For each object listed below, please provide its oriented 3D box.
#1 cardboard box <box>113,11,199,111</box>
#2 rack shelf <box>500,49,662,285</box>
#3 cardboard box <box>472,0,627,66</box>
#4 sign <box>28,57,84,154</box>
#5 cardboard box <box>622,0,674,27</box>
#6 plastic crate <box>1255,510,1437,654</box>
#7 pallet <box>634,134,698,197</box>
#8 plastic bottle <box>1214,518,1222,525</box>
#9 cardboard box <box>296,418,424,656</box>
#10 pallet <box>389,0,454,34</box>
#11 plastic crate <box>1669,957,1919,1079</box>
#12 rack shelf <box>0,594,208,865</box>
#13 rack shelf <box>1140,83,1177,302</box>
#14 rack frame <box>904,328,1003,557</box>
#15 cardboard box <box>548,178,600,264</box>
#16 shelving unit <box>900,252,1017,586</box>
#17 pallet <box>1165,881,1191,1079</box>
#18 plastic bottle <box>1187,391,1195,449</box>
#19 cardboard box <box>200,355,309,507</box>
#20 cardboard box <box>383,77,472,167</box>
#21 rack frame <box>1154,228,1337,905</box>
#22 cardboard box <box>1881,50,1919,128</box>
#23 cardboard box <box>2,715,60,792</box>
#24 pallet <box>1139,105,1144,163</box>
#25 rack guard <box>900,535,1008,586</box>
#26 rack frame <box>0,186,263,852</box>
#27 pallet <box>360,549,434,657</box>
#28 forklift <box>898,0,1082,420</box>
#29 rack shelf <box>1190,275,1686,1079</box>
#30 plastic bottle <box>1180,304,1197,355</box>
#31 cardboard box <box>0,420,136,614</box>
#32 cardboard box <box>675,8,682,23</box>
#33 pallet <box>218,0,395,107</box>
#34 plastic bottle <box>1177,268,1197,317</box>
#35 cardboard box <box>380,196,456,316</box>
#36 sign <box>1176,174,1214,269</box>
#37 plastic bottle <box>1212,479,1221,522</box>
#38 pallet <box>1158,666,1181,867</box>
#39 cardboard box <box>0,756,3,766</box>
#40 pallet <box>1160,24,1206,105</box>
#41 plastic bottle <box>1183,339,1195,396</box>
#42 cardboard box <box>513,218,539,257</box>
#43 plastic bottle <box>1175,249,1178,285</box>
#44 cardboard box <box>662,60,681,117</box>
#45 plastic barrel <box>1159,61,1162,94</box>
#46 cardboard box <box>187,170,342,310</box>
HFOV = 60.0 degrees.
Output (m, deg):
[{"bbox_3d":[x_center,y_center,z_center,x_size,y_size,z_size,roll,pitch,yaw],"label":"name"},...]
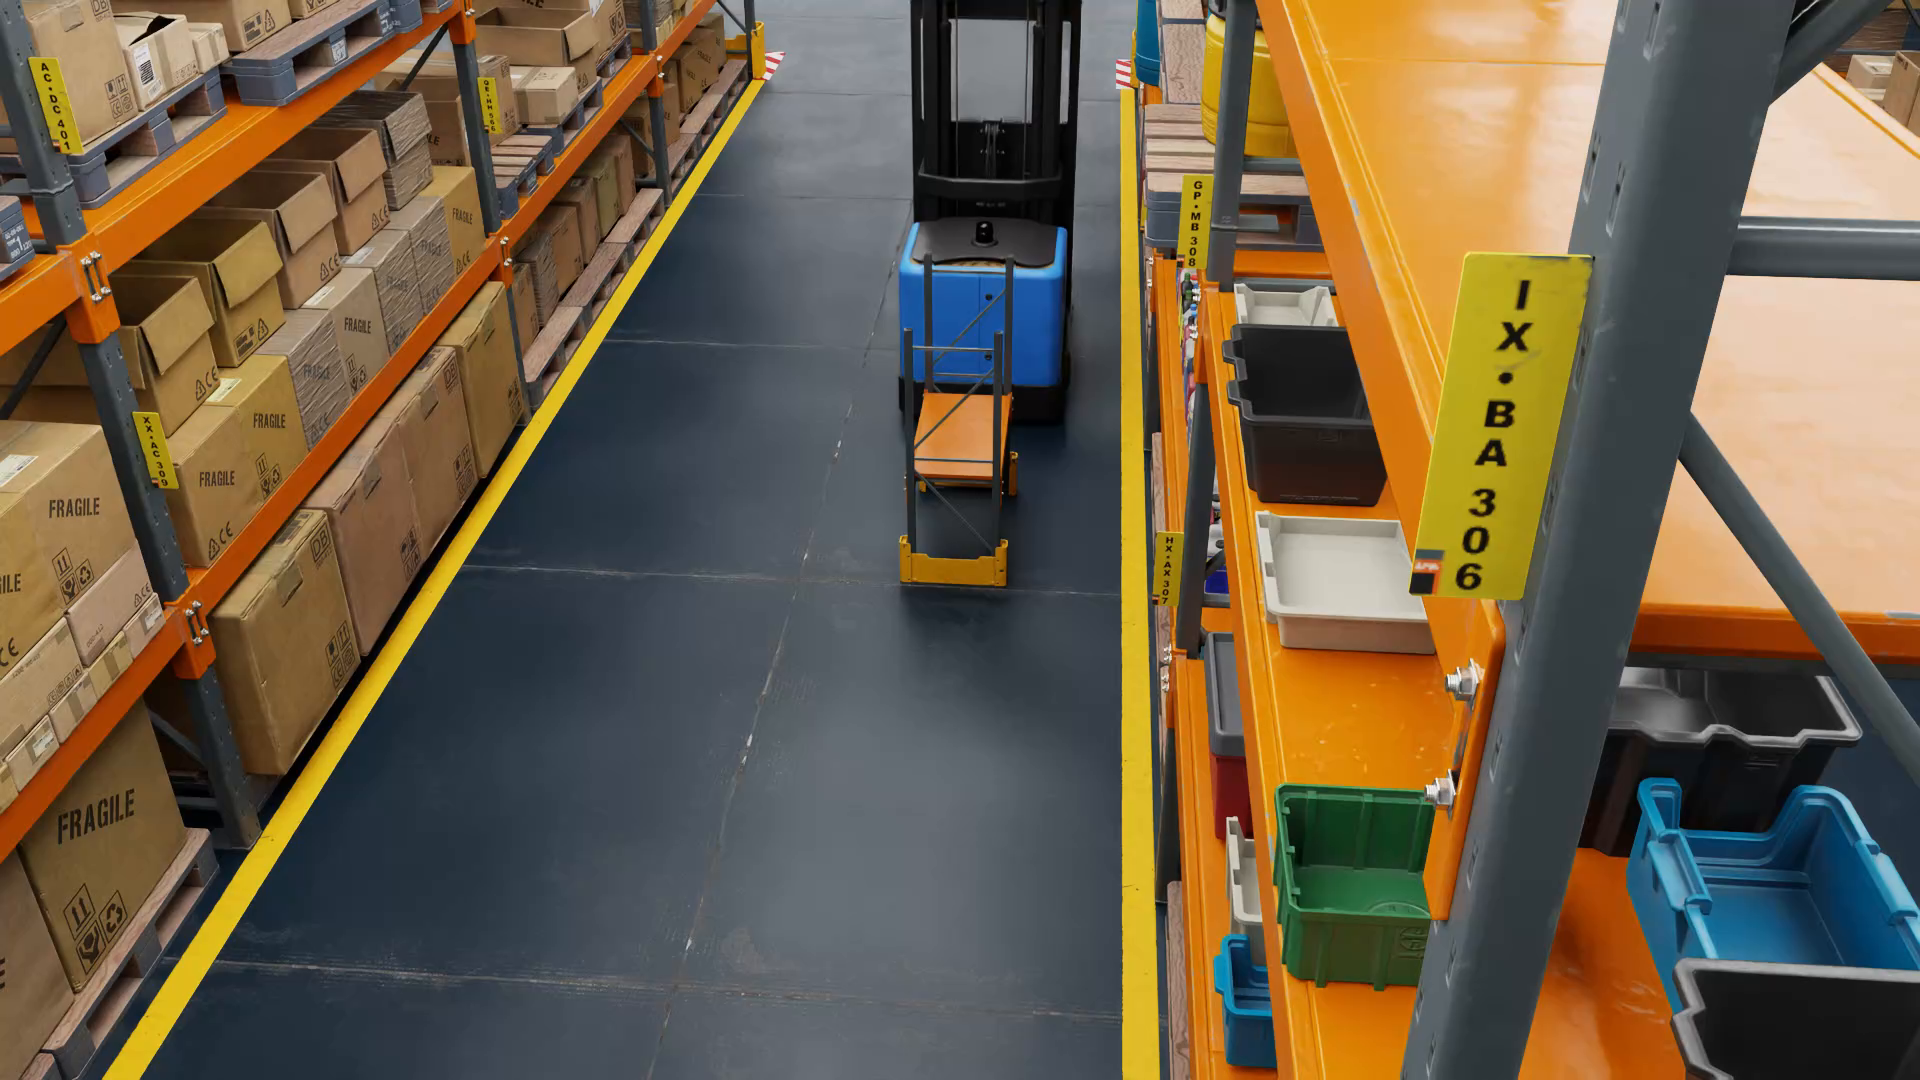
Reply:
[{"bbox_3d":[-3.431,-1.947,6.656,0.500,0.311,0.500,1,32,2],"label":"cardboard box"},{"bbox_3d":[-3.121,-2.791,11.885,1.077,0.370,4.000,2,32,4],"label":"rack shelf"},{"bbox_3d":[-3.163,-4.167,12.461,1.000,1.000,1.000,3,32,4],"label":"cardboard box"},{"bbox_3d":[-3.056,-1.467,5.625,0.100,0.325,0.005,2,32,4],"label":"sign"},{"bbox_3d":[-2.860,-4.545,13.667,0.875,0.500,0.500,2,32,4],"label":"cardboard box"},{"bbox_3d":[0.922,0.088,3.921,0.437,0.136,0.530,2,32,4],"label":"plastic crate"},{"bbox_3d":[-2.939,-3.308,14.697,1.003,0.211,1.213,2,32,4],"label":"pallet"},{"bbox_3d":[1.090,-0.012,6.880,0.097,0.201,0.097,0,32,0],"label":"plastic bottle"},{"bbox_3d":[-3.506,-0.036,8.355,1.225,0.875,0.875,1,32,2],"label":"cardboard box"},{"bbox_3d":[-3.284,-2.909,8.712,1.213,0.211,1.003,4,32,6],"label":"pallet"},{"bbox_3d":[1.310,0.933,2.423,0.497,0.269,0.590,2,32,4],"label":"plastic crate"},{"bbox_3d":[-3.772,1.393,5.097,1.077,0.370,4.000,2,32,4],"label":"rack shelf"},{"bbox_3d":[1.815,-2.579,11.542,1.077,0.370,4.000,2,32,4],"label":"rack shelf"},{"bbox_3d":[-0.034,-0.417,8.778,0.500,1.500,0.032,2,32,4],"label":"rack frame"},{"bbox_3d":[-3.132,-2.404,12.536,0.700,0.500,0.500,0,32,0],"label":"cardboard box"},{"bbox_3d":[0.006,-0.678,9.201,0.587,1.500,1.083,2,32,4],"label":"shelving unit"},{"bbox_3d":[1.306,1.825,6.367,1.003,0.211,1.213,2,32,4],"label":"pallet"},{"bbox_3d":[1.137,-0.561,7.700,0.152,0.276,0.135,2,32,4],"label":"plastic bottle"},{"bbox_3d":[-3.283,-0.495,7.379,0.500,0.500,0.500,3,32,4],"label":"cardboard box"},{"bbox_3d":[-3.280,-2.556,10.324,0.500,0.500,0.500,-1,32,-2],"label":"cardboard box"},{"bbox_3d":[1.327,0.252,6.262,1.000,3.000,0.127,2,32,4],"label":"rack frame"},{"bbox_3d":[6.793,-3.084,11.580,0.500,0.500,0.500,5,32,8],"label":"cardboard box"},{"bbox_3d":[-3.371,0.724,5.735,0.380,0.149,0.250,3,32,5],"label":"cardboard box"},{"bbox_3d":[2.171,-3.733,15.387,1.003,0.211,1.213,2,32,4],"label":"pallet"},{"bbox_3d":[-0.034,0.114,9.107,0.587,0.250,0.087,2,32,4],"label":"rack guard"},{"bbox_3d":[-3.610,0.041,6.605,1.000,3.000,0.127,2,32,4],"label":"rack frame"},{"bbox_3d":[-3.525,0.181,9.035,1.003,0.211,1.213,2,32,4],"label":"pallet"},{"bbox_3d":[0.250,-2.762,11.219,1.130,2.935,3.031,3,32,4],"label":"forklift"},{"bbox_3d":[1.164,0.327,3.967,1.077,0.370,4.000,2,32,4],"label":"rack shelf"},{"bbox_3d":[1.191,-1.080,8.547,0.097,0.271,0.097,0,32,0],"label":"plastic bottle"},{"bbox_3d":[-3.381,-0.090,5.961,0.500,0.500,0.500,3,32,5],"label":"cardboard box"},{"bbox_3d":[-2.604,-4.528,14.259,0.380,0.149,0.250,2,32,4],"label":"cardboard box"},{"bbox_3d":[-3.372,-2.324,7.763,1.003,0.211,1.213,4,32,6],"label":"pallet"},{"bbox_3d":[1.257,-1.332,8.951,0.152,0.276,0.135,2,32,4],"label":"plastic bottle"},{"bbox_3d":[-3.124,-1.565,9.115,0.500,0.500,0.500,2,32,4],"label":"cardboard box"},{"bbox_3d":[0.779,-1.053,5.512,0.100,0.325,0.005,2,32,4],"label":"sign"},{"bbox_3d":[1.067,-0.106,6.961,0.152,0.276,0.135,2,32,4],"label":"plastic bottle"},{"bbox_3d":[1.431,1.038,7.645,1.003,0.211,1.213,2,32,4],"label":"pallet"},{"bbox_3d":[-3.465,0.757,5.301,0.500,0.250,0.500,3,32,5],"label":"cardboard box"},{"bbox_3d":[1.383,-1.952,7.159,1.003,0.211,1.213,2,32,4],"label":"pallet"},{"bbox_3d":[1.182,-0.849,8.167,0.152,0.276,0.135,2,32,4],"label":"plastic bottle"},{"bbox_3d":[-3.226,-2.123,11.364,0.500,0.250,0.500,6,32,10],"label":"cardboard box"},{"bbox_3d":[1.295,-1.574,9.344,0.152,0.276,0.135,2,32,4],"label":"plastic bottle"},{"bbox_3d":[-2.875,-4.093,15.294,0.500,0.500,0.500,0,32,0],"label":"cardboard box"},{"bbox_3d":[1.682,-3.498,12.218,0.433,0.535,0.433,0,32,0],"label":"plastic barrel"},{"bbox_3d":[-3.463,-1.447,7.968,0.797,0.503,0.637,3,32,6],"label":"cardboard box"}]
